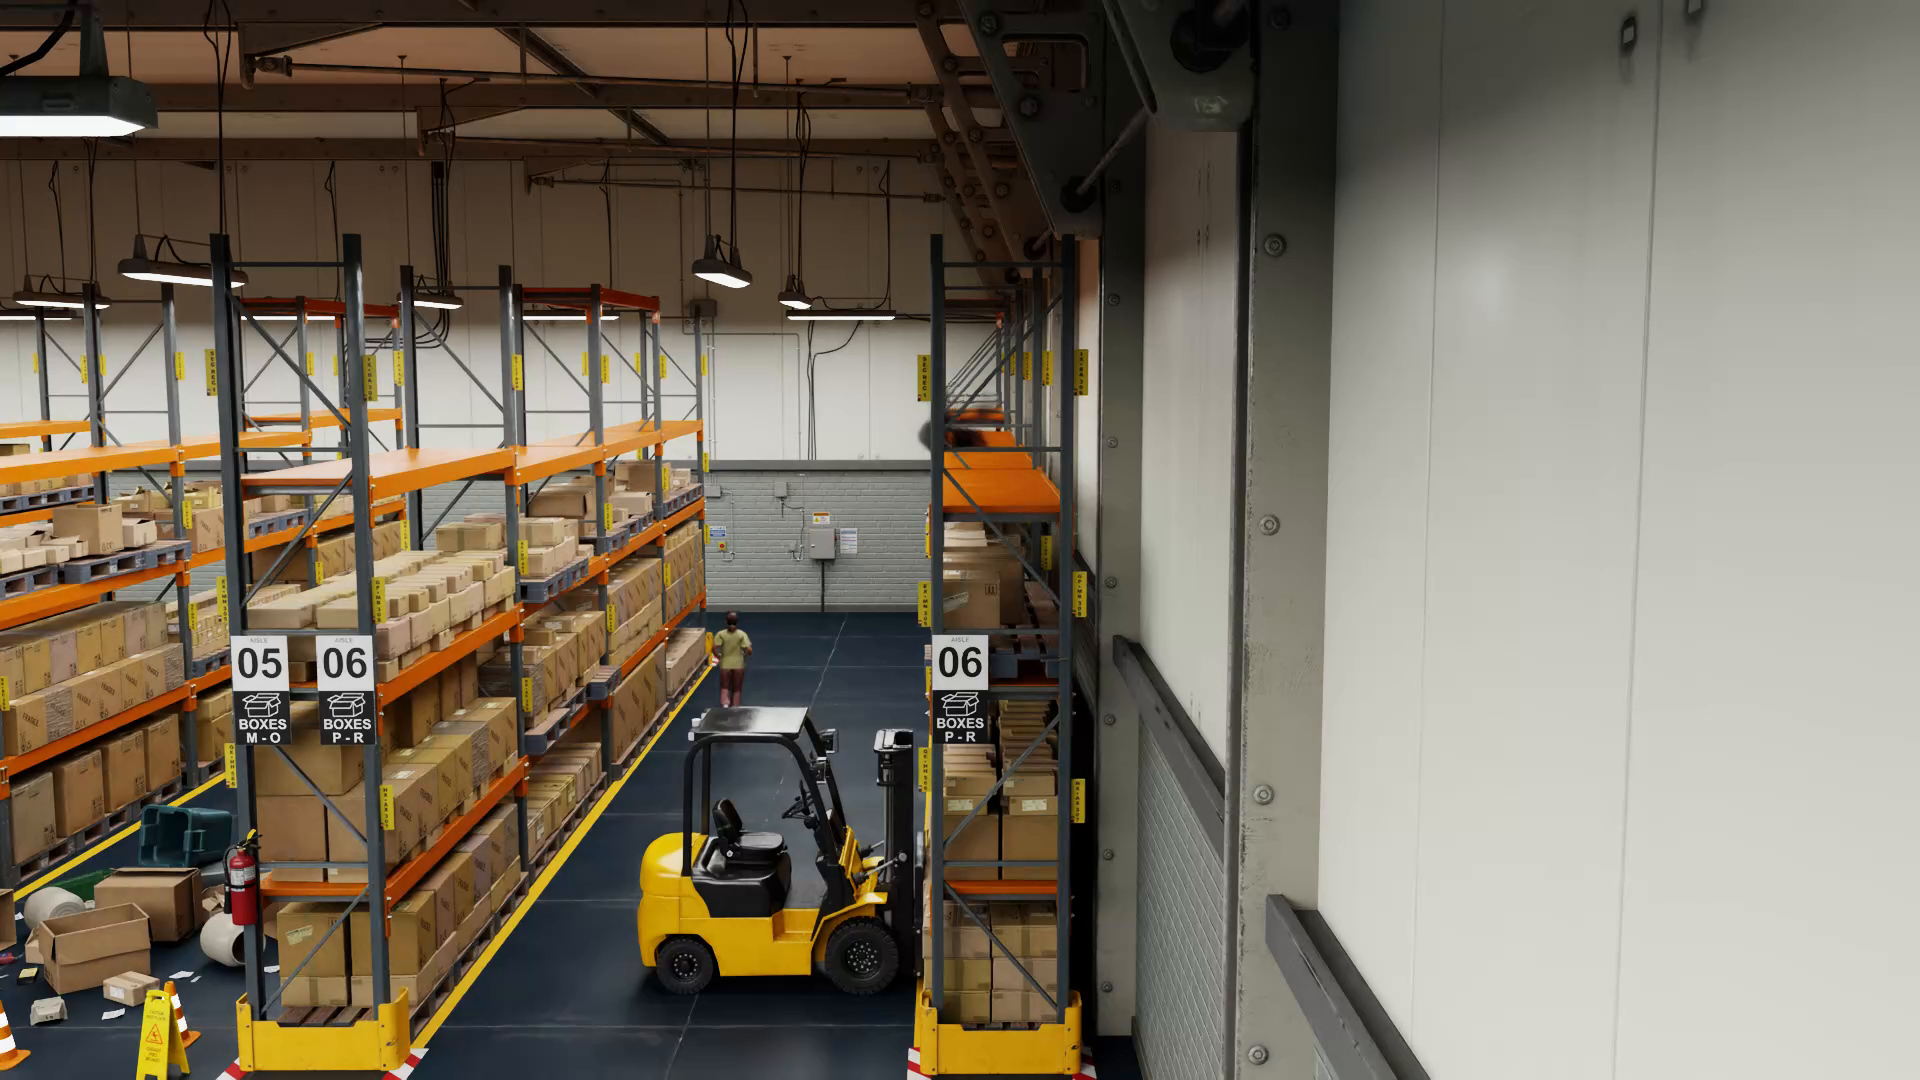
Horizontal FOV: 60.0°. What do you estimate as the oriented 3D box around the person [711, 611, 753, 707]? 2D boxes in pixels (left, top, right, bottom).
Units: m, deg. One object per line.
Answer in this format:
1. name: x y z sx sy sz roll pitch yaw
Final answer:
1. person: -3.187 1.792 23.260 0.577 1.619 0.562 -1 6 -7
